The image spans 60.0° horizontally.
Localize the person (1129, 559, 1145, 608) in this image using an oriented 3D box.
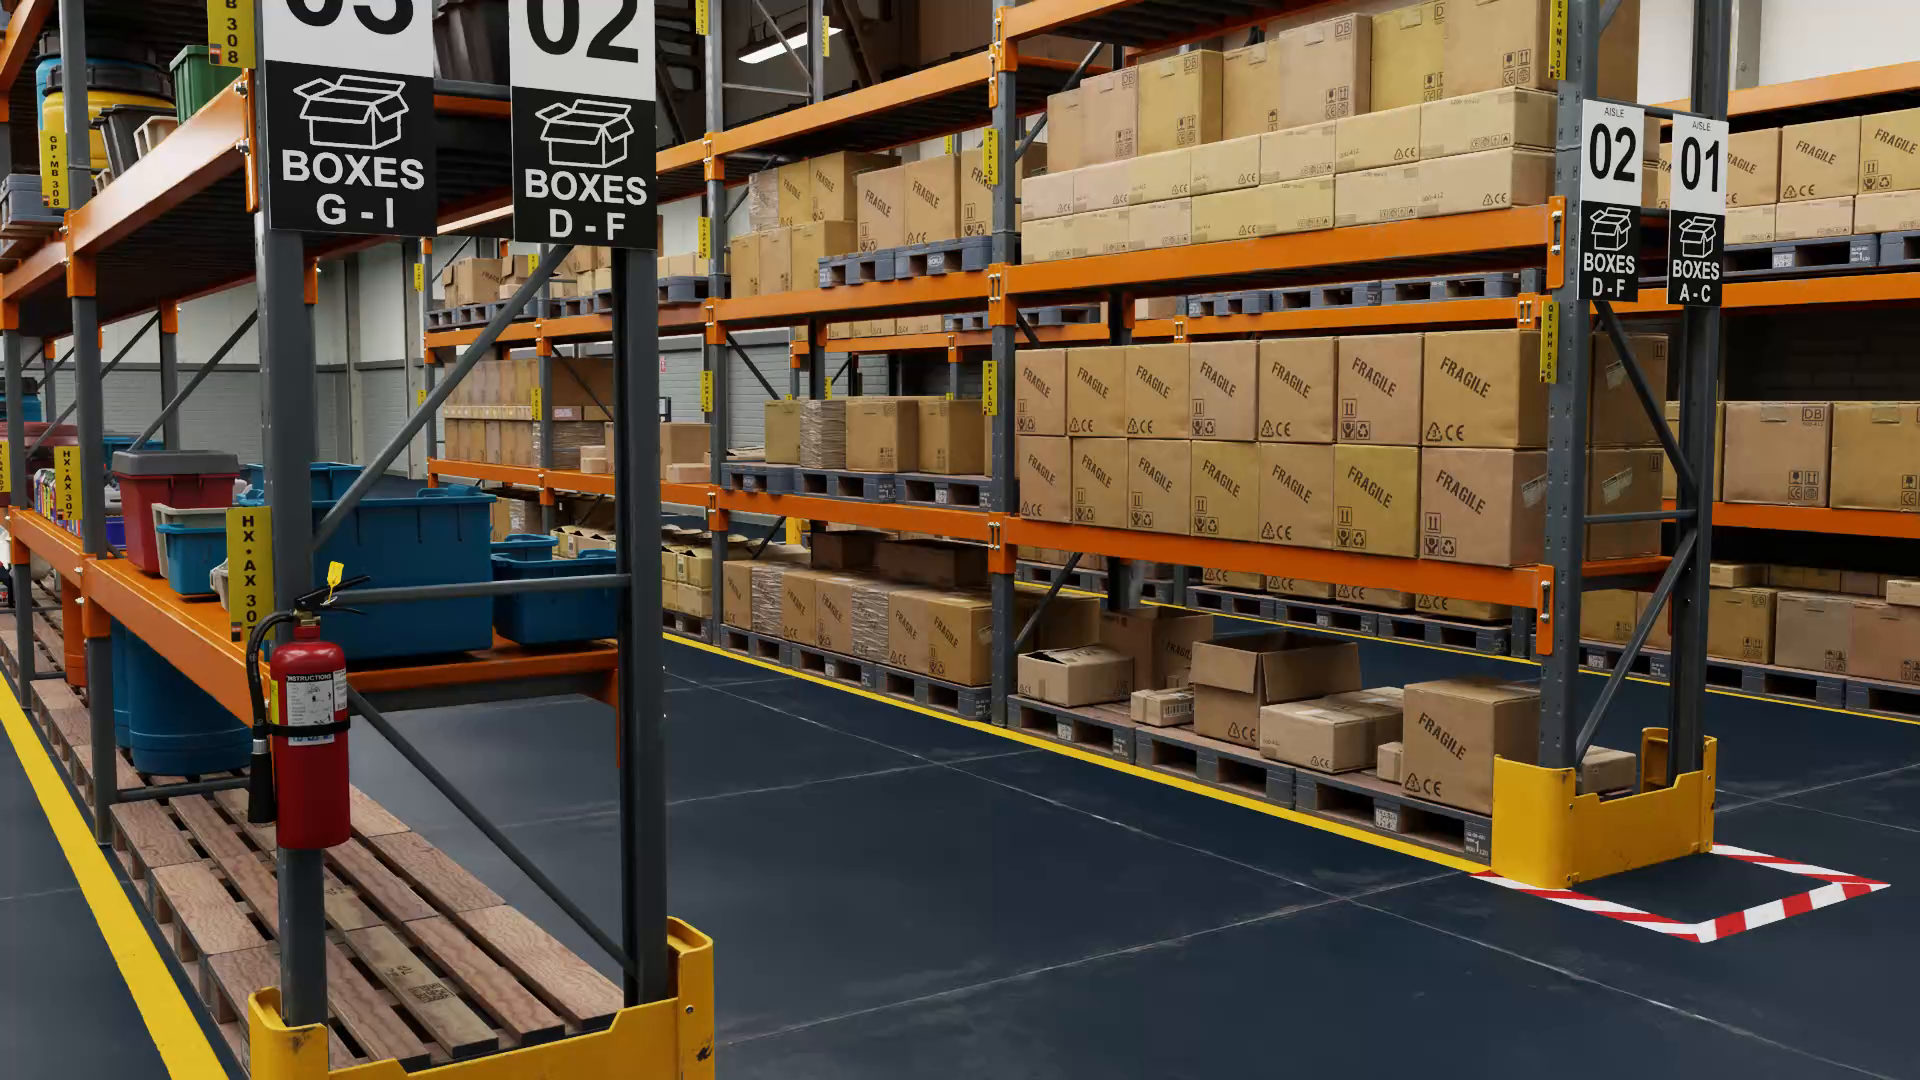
[{"bbox_3d":[1.478,-0.042,14.467,0.521,1.691,0.424,-3,6,-35],"label":"person"}]
